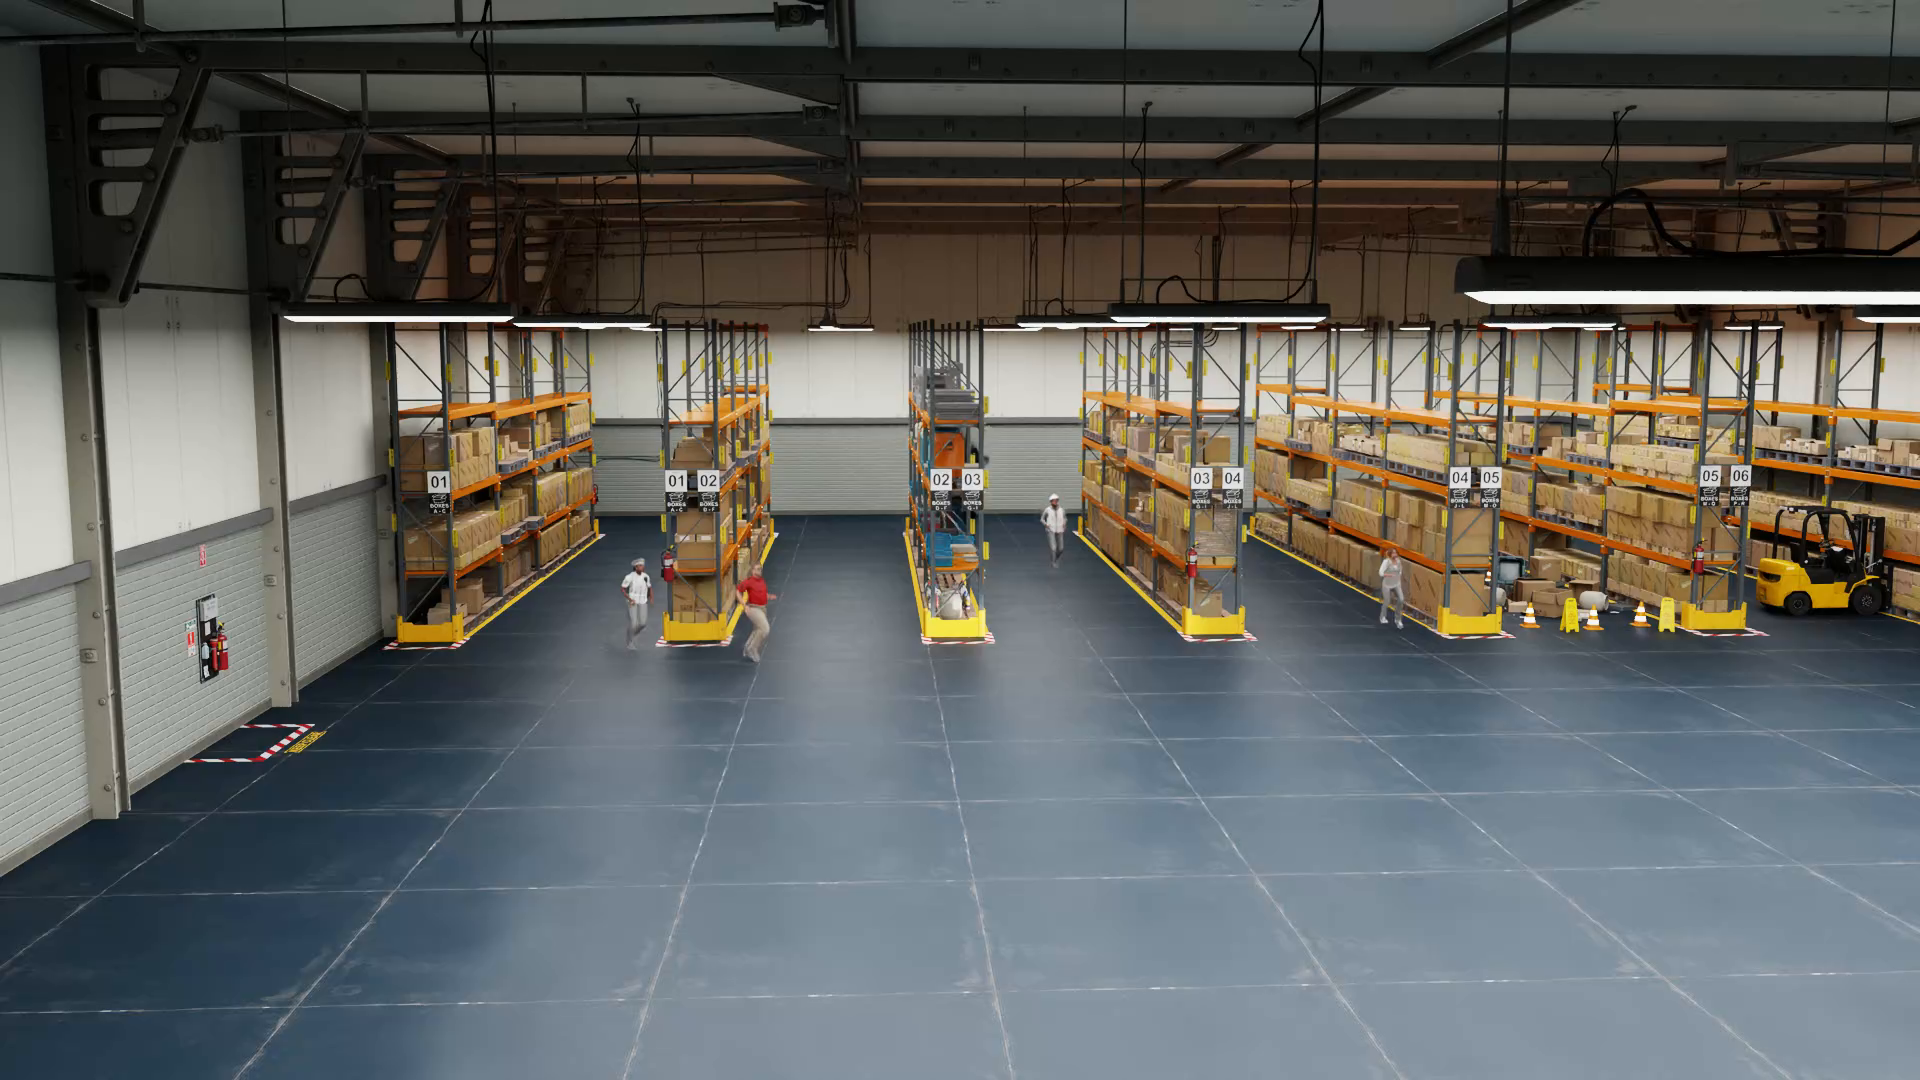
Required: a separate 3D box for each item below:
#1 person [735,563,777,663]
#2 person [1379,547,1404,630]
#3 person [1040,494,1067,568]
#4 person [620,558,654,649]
[{"bbox_3d":[-3.534,1.280,29.195,0.694,1.739,0.640,3,8,21],"label":"person"},{"bbox_3d":[8.431,0.931,32.531,0.564,1.607,0.742,-1,7,-10],"label":"person"},{"bbox_3d":[2.205,-0.190,38.742,0.657,1.740,0.564,-1,7,-11],"label":"person"},{"bbox_3d":[-5.890,1.161,30.456,0.646,1.653,0.501,-5,9,-36],"label":"person"}]
